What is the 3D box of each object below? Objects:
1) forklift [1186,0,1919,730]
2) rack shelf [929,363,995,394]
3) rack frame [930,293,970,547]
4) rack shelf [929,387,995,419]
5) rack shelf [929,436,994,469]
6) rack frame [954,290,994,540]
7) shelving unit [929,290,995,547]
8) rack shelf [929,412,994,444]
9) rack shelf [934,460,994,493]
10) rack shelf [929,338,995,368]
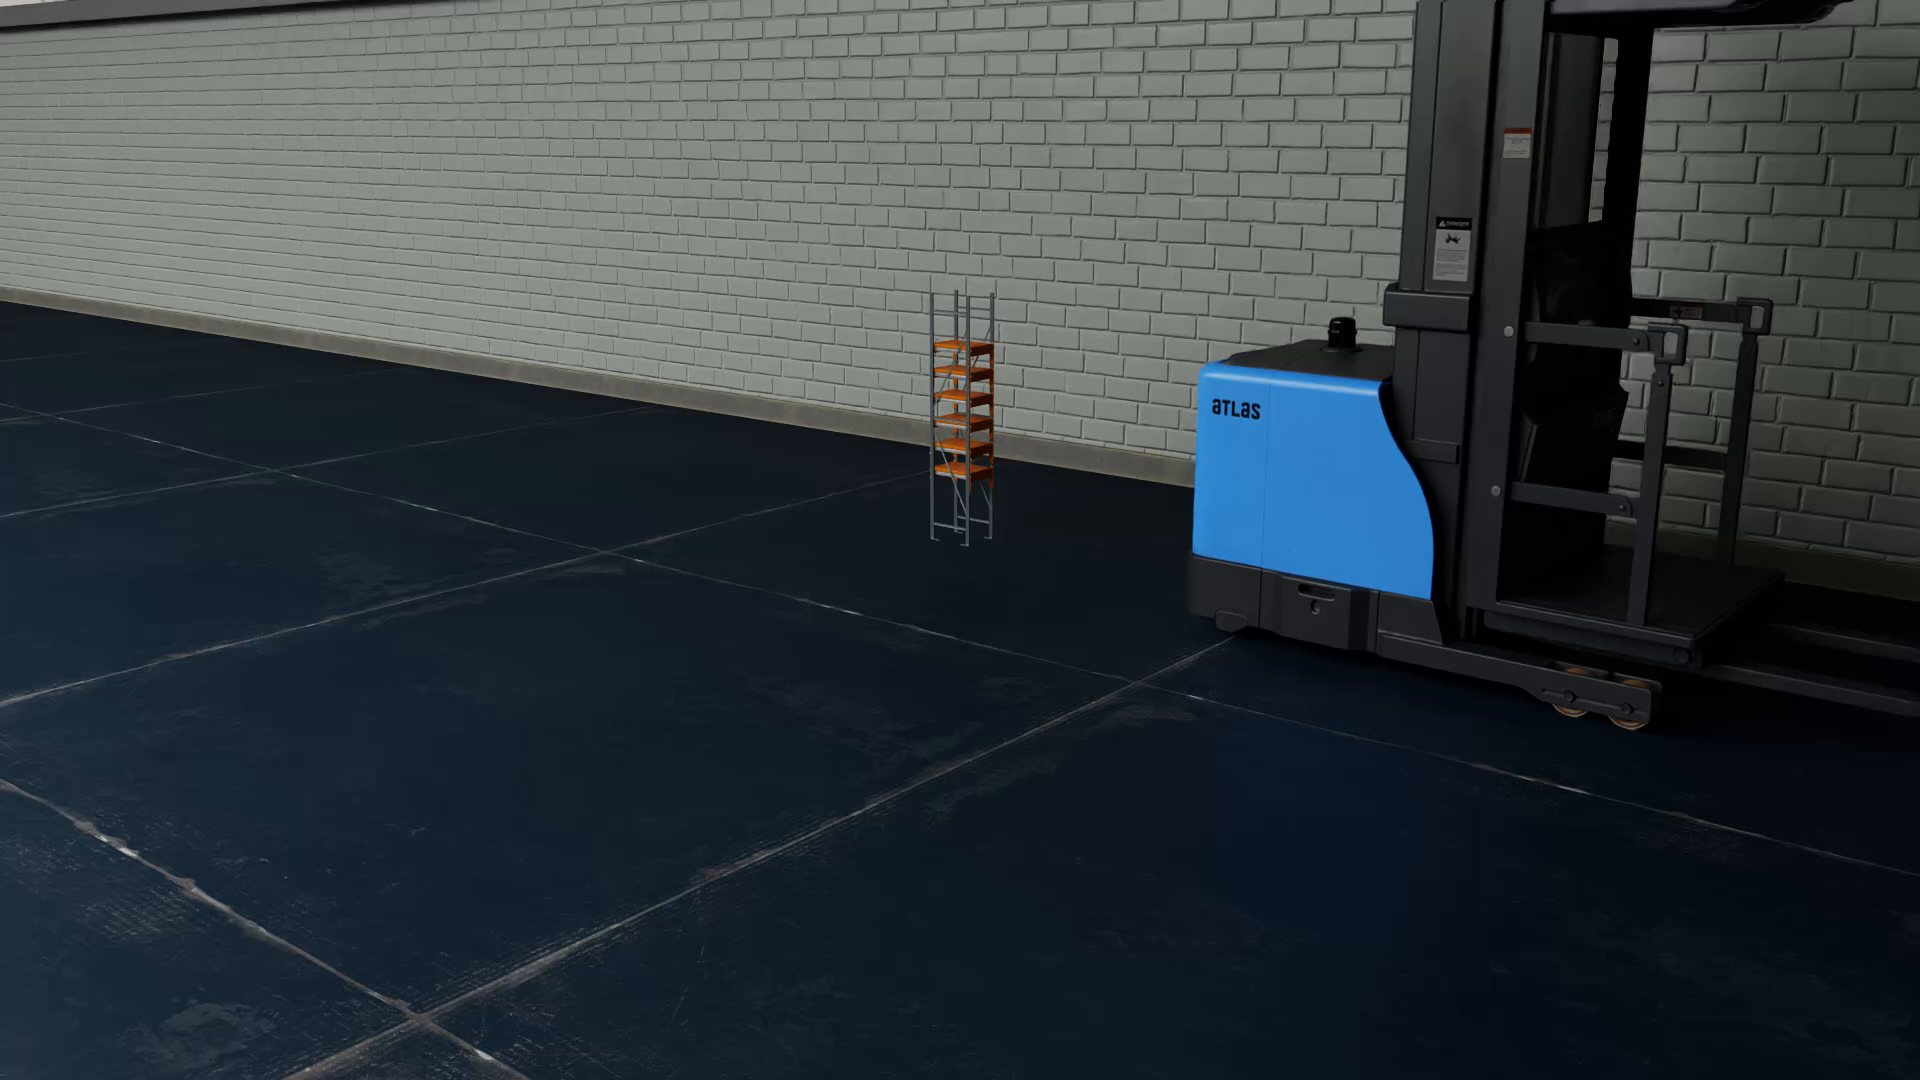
[{"bbox_3d":[2.373,-0.927,5.820,3.031,2.935,1.130,12,18,38],"label":"forklift"},{"bbox_3d":[0.009,-0.774,7.938,0.258,0.103,0.180,11,18,38],"label":"rack shelf"},{"bbox_3d":[-0.048,-0.567,7.917,0.240,1.200,0.006,11,18,38],"label":"rack frame"},{"bbox_3d":[0.009,-0.658,7.968,0.258,0.103,0.180,11,18,38],"label":"rack shelf"},{"bbox_3d":[0.009,-0.425,8.027,0.258,0.103,0.180,11,18,38],"label":"rack shelf"},{"bbox_3d":[0.067,-0.602,8.055,0.240,1.200,0.006,11,18,38],"label":"rack frame"},{"bbox_3d":[0.009,-0.584,7.986,0.258,1.200,0.189,11,18,38],"label":"shelving unit"},{"bbox_3d":[0.009,-0.541,7.997,0.258,0.103,0.180,11,18,38],"label":"rack shelf"},{"bbox_3d":[0.009,-0.309,8.056,0.258,0.103,0.180,11,18,38],"label":"rack shelf"},{"bbox_3d":[0.009,-0.890,7.908,0.258,0.103,0.180,11,18,38],"label":"rack shelf"}]
